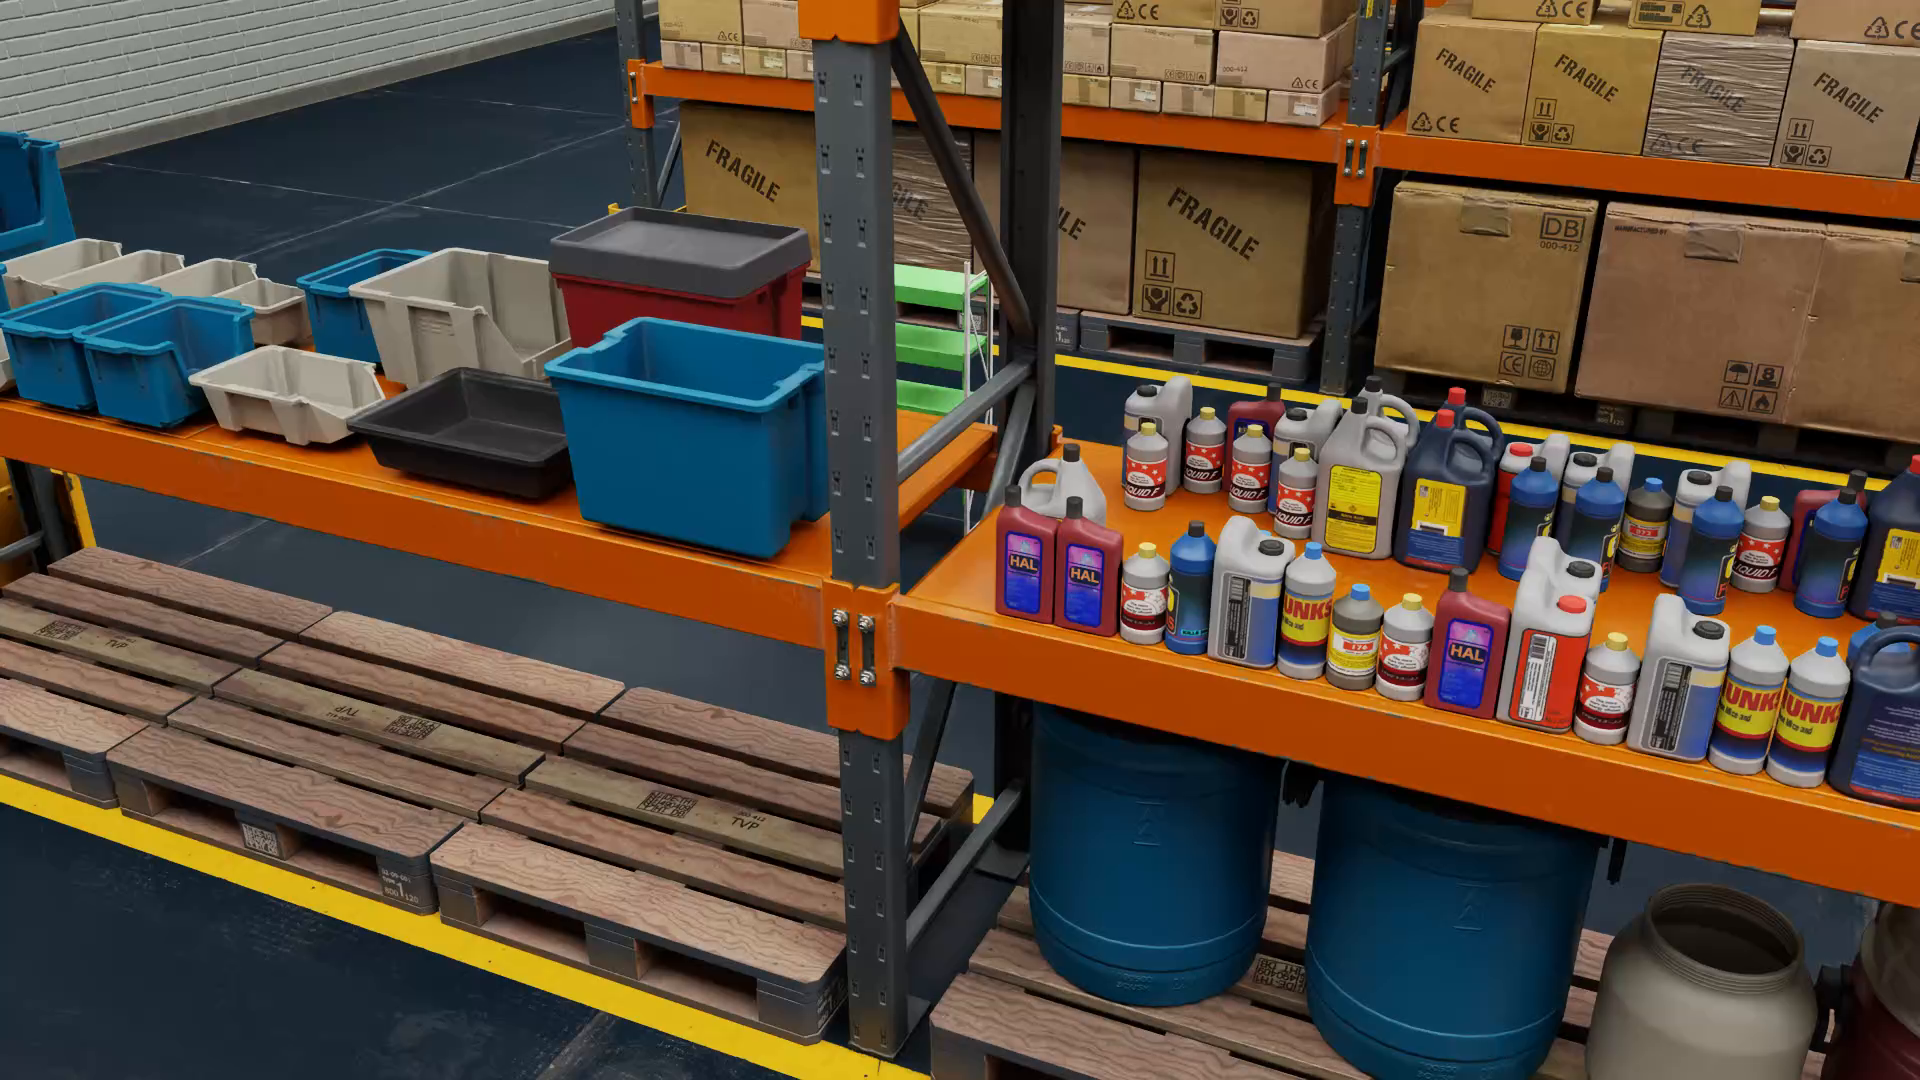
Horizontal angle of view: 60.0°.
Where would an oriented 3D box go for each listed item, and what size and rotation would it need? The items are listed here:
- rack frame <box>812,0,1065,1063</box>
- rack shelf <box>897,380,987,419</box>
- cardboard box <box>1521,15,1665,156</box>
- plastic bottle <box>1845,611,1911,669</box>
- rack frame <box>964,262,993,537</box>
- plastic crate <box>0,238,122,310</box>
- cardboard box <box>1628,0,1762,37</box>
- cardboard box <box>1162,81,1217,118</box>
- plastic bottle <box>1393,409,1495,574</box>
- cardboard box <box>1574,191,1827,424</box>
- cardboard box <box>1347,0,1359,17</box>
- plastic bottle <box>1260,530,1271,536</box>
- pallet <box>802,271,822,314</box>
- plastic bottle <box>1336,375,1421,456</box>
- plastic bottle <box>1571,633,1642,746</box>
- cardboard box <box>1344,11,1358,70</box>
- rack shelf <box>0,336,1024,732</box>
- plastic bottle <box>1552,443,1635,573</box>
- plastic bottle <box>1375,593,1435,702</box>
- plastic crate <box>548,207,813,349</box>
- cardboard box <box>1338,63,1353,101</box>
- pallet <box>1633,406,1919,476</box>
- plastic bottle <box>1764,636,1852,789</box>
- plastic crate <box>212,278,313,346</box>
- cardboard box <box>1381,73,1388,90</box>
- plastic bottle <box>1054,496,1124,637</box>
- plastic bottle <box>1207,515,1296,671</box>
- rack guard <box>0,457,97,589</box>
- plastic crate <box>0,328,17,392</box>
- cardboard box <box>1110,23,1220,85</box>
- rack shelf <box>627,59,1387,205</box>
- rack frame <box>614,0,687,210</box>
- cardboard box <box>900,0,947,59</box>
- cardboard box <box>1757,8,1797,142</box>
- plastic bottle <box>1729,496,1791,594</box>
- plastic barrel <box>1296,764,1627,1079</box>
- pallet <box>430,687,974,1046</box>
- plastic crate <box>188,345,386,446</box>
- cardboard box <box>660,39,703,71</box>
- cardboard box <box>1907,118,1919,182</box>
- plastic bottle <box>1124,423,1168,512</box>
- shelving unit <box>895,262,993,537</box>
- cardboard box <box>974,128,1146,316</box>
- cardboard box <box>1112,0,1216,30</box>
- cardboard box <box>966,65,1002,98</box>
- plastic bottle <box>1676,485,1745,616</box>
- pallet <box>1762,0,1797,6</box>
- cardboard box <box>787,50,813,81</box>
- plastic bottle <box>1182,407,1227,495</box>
[{"bbox_3d":[-0.016,-0.263,3.888,0.127,3.000,1.000,11,28,22],"label":"rack frame"},{"bbox_3d":[-0.151,-0.511,6.575,0.480,0.148,0.258,11,28,22],"label":"rack shelf"},{"bbox_3d":[2.808,-2.023,7.350,0.500,0.500,0.500,11,28,22],"label":"cardboard box"},{"bbox_3d":[1.633,0.254,2.984,0.097,0.271,0.097,0,26,0],"label":"plastic bottle"},{"bbox_3d":[0.071,-0.524,6.456,0.015,1.200,0.240,11,28,22],"label":"rack frame"},{"bbox_3d":[-2.840,-0.827,5.264,0.243,0.136,0.396,11,28,22],"label":"plastic crate"},{"bbox_3d":[3.239,-2.506,7.195,0.637,0.503,0.797,12,29,22],"label":"cardboard box"},{"bbox_3d":[1.153,-2.160,8.025,0.250,0.149,0.380,11,28,21],"label":"cardboard box"},{"bbox_3d":[1.065,-0.113,3.639,0.185,0.351,0.144,11,28,22],"label":"plastic bottle"},{"bbox_3d":[3.439,-1.218,7.757,0.875,0.875,1.225,10,28,20],"label":"cardboard box"},{"bbox_3d":[1.704,-2.848,8.122,0.500,0.500,0.500,11,28,22],"label":"cardboard box"},{"bbox_3d":[0.616,0.077,3.422,0.097,0.201,0.097,0,26,0],"label":"plastic bottle"},{"bbox_3d":[-0.847,-1.620,9.802,1.213,0.211,1.003,11,28,22],"label":"pallet"},{"bbox_3d":[0.956,-0.204,3.825,0.185,0.351,0.144,11,28,22],"label":"plastic bottle"},{"bbox_3d":[1.185,0.265,3.040,0.097,0.201,0.097,0,26,0],"label":"plastic bottle"},{"bbox_3d":[1.715,-2.512,8.289,0.500,0.250,0.500,11,28,21],"label":"cardboard box"},{"bbox_3d":[-1.836,-0.306,4.790,4.000,0.370,1.077,11,28,22],"label":"rack shelf"},{"bbox_3d":[1.391,-0.082,3.660,0.135,0.276,0.152,11,28,22],"label":"plastic bottle"},{"bbox_3d":[0.852,0.199,3.176,0.097,0.201,0.097,0,26,0],"label":"plastic bottle"},{"bbox_3d":[-0.725,-0.583,4.397,0.583,0.464,0.402,11,28,22],"label":"plastic crate"},{"bbox_3d":[1.903,-2.330,8.370,0.250,0.149,0.380,11,28,22],"label":"cardboard box"},{"bbox_3d":[3.883,-0.670,7.872,1.213,0.211,1.003,11,28,22],"label":"pallet"},{"bbox_3d":[1.485,0.294,2.902,0.097,0.271,0.097,0,26,0],"label":"plastic bottle"},{"bbox_3d":[-2.041,-0.680,4.966,0.250,0.136,0.298,11,28,22],"label":"plastic crate"},{"bbox_3d":[3.269,-3.441,12.421,0.250,0.149,0.380,11,28,21],"label":"cardboard box"},{"bbox_3d":[0.263,0.052,3.380,0.133,0.283,0.061,11,28,22],"label":"plastic bottle"},{"bbox_3d":[0.581,0.097,3.297,0.135,0.276,0.152,11,28,22],"label":"plastic bottle"},{"bbox_3d":[-3.684,0.128,5.924,0.348,0.500,1.175,11,28,22],"label":"rack guard"},{"bbox_3d":[-2.693,-0.510,4.620,0.298,0.136,0.250,11,28,22],"label":"plastic crate"},{"bbox_3d":[1.052,-2.390,8.041,0.500,0.250,0.500,12,29,23],"label":"cardboard box"},{"bbox_3d":[0.214,-2.298,8.835,4.000,0.370,1.077,11,28,22],"label":"rack shelf"},{"bbox_3d":[-1.607,-2.986,9.419,0.127,3.000,1.000,11,28,22],"label":"rack frame"},{"bbox_3d":[-0.350,-2.670,8.610,0.500,0.250,0.500,10,28,20],"label":"cardboard box"},{"bbox_3d":[3.499,-2.138,7.583,0.500,0.500,0.500,11,28,21],"label":"cardboard box"},{"bbox_3d":[1.719,0.004,3.570,0.097,0.201,0.097,0,26,0],"label":"plastic bottle"},{"bbox_3d":[1.117,0.726,3.780,0.708,0.901,0.600,11,28,22],"label":"plastic barrel"},{"bbox_3d":[-0.701,0.869,4.746,1.213,0.211,1.003,11,28,22],"label":"pallet"},{"bbox_3d":[-1.725,-0.369,4.335,0.466,0.136,0.293,11,28,22],"label":"plastic crate"},{"bbox_3d":[-1.420,-2.676,9.073,0.250,0.149,0.380,12,29,22],"label":"cardboard box"},{"bbox_3d":[4.198,-1.746,6.787,0.500,0.500,0.500,10,28,20],"label":"cardboard box"},{"bbox_3d":[0.442,-0.178,3.941,0.097,0.201,0.097,0,26,0],"label":"plastic bottle"},{"bbox_3d":[-0.151,-0.569,6.546,0.503,1.200,0.258,11,28,22],"label":"shelving unit"},{"bbox_3d":[0.647,-1.807,8.955,0.875,0.875,0.875,11,28,22],"label":"cardboard box"},{"bbox_3d":[1.051,-2.727,7.877,0.500,0.500,0.500,12,29,22],"label":"cardboard box"},{"bbox_3d":[0.220,-2.348,8.407,0.250,0.149,0.380,12,29,23],"label":"cardboard box"},{"bbox_3d":[1.567,0.016,3.467,0.097,0.271,0.097,0,26,0],"label":"plastic bottle"},{"bbox_3d":[6.002,-3.758,11.205,1.213,0.211,1.003,11,28,22],"label":"pallet"},{"bbox_3d":[-0.715,-2.535,8.788,0.250,0.149,0.380,11,28,21],"label":"cardboard box"},{"bbox_3d":[0.594,-0.222,4.029,0.097,0.201,0.097,0,26,0],"label":"plastic bottle"}]
